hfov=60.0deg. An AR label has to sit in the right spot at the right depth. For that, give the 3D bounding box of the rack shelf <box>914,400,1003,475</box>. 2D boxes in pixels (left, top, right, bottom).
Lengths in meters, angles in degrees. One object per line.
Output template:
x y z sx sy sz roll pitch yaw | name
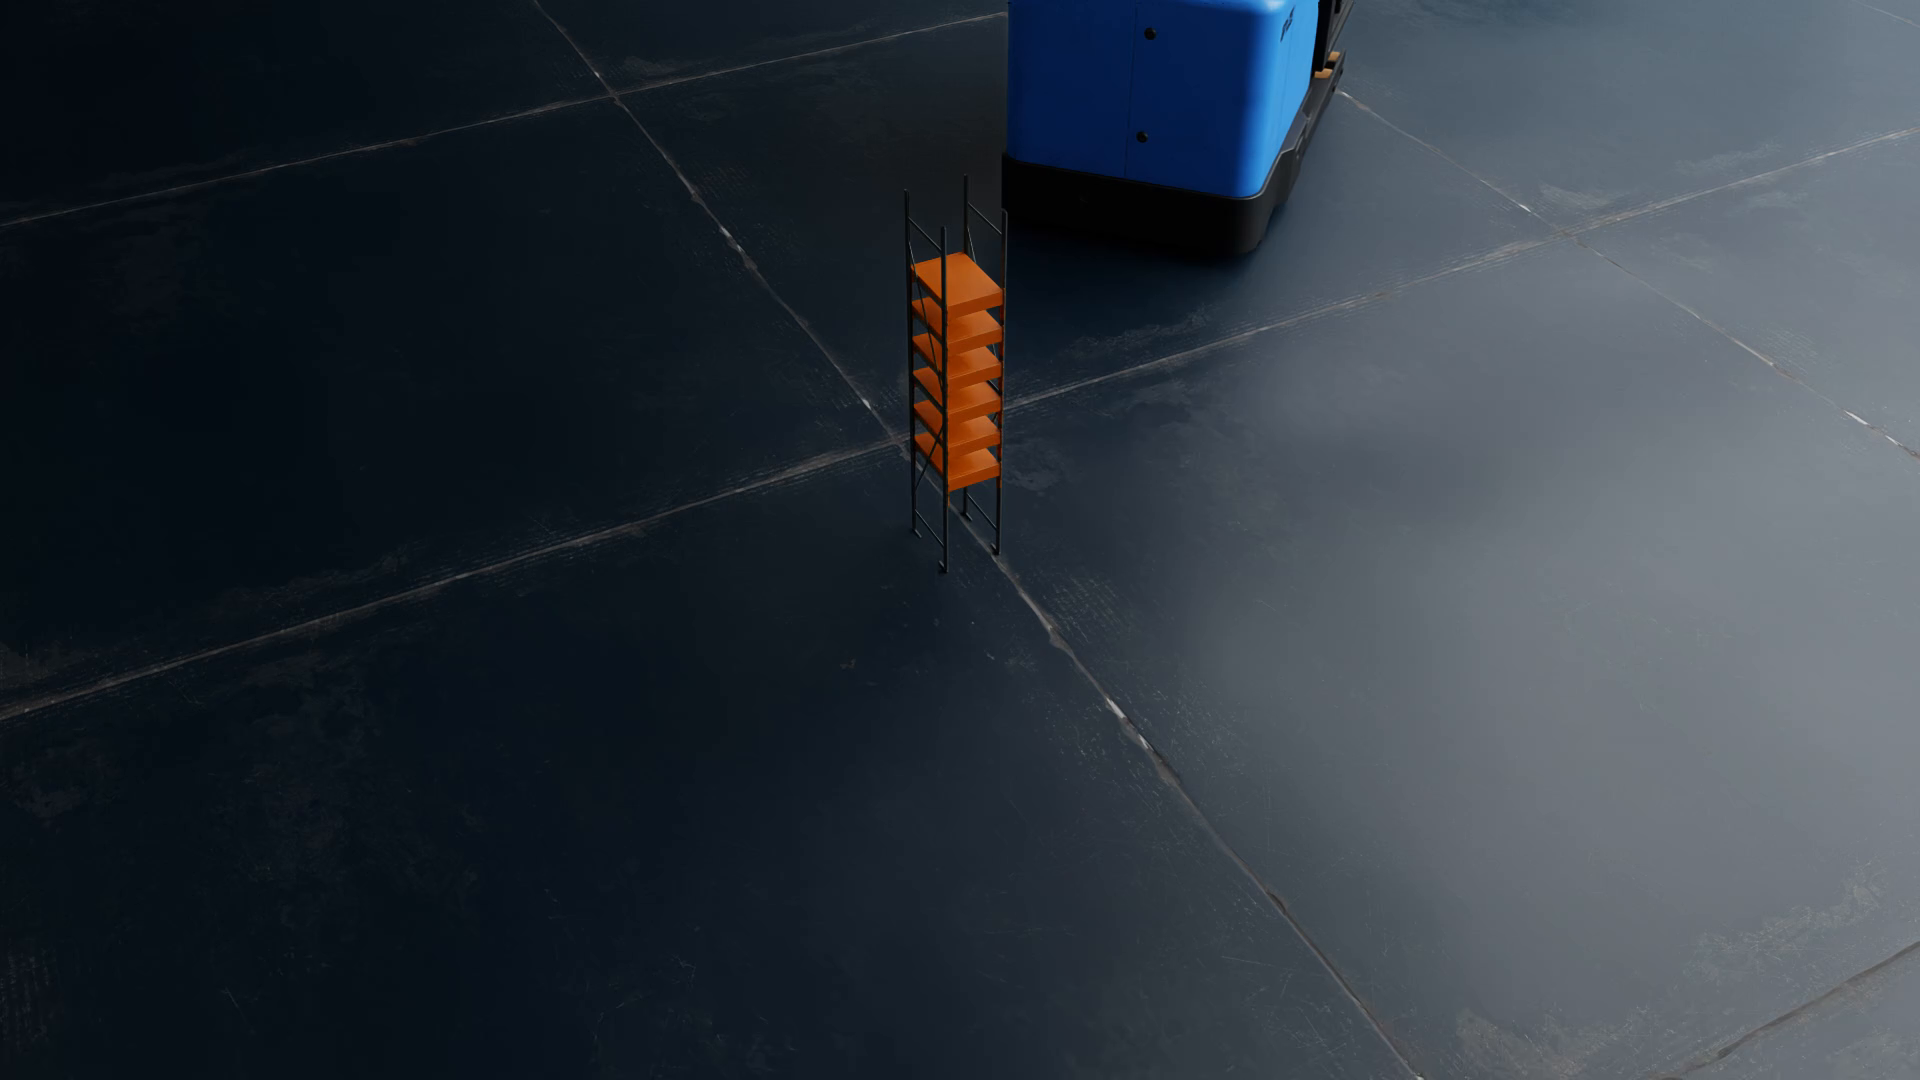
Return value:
-0.013 -0.328 4.963 0.180 0.103 0.258 -19 44 -21 | rack shelf

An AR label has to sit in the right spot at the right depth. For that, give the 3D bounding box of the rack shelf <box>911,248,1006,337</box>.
-0.013 -0.695 4.653 0.180 0.103 0.258 -19 44 -21 | rack shelf

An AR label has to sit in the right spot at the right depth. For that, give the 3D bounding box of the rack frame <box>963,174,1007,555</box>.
0.068 -0.481 4.890 0.006 1.200 0.240 -19 44 -21 | rack frame

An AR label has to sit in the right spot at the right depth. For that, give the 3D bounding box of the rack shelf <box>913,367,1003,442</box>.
-0.013 -0.420 4.886 0.180 0.103 0.258 -19 44 -21 | rack shelf

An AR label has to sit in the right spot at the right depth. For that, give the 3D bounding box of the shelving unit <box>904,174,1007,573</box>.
-0.013 -0.454 4.857 0.189 1.200 0.258 -19 44 -21 | shelving unit

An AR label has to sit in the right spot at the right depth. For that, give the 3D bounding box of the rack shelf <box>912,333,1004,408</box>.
-0.013 -0.511 4.808 0.180 0.103 0.258 -19 44 -21 | rack shelf

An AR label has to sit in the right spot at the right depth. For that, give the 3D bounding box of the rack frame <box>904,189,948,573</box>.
-0.094 -0.426 4.825 0.006 1.200 0.240 -19 44 -21 | rack frame

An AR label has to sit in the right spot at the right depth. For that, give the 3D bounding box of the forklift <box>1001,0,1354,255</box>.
1.149 -3.184 6.743 1.130 2.935 3.031 13 42 15 | forklift

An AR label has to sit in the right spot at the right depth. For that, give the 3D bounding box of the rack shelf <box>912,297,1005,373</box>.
-0.013 -0.603 4.731 0.180 0.103 0.258 -19 44 -21 | rack shelf

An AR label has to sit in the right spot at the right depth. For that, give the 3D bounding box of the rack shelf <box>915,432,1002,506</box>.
-0.013 -0.237 5.041 0.180 0.103 0.258 -19 44 -21 | rack shelf
